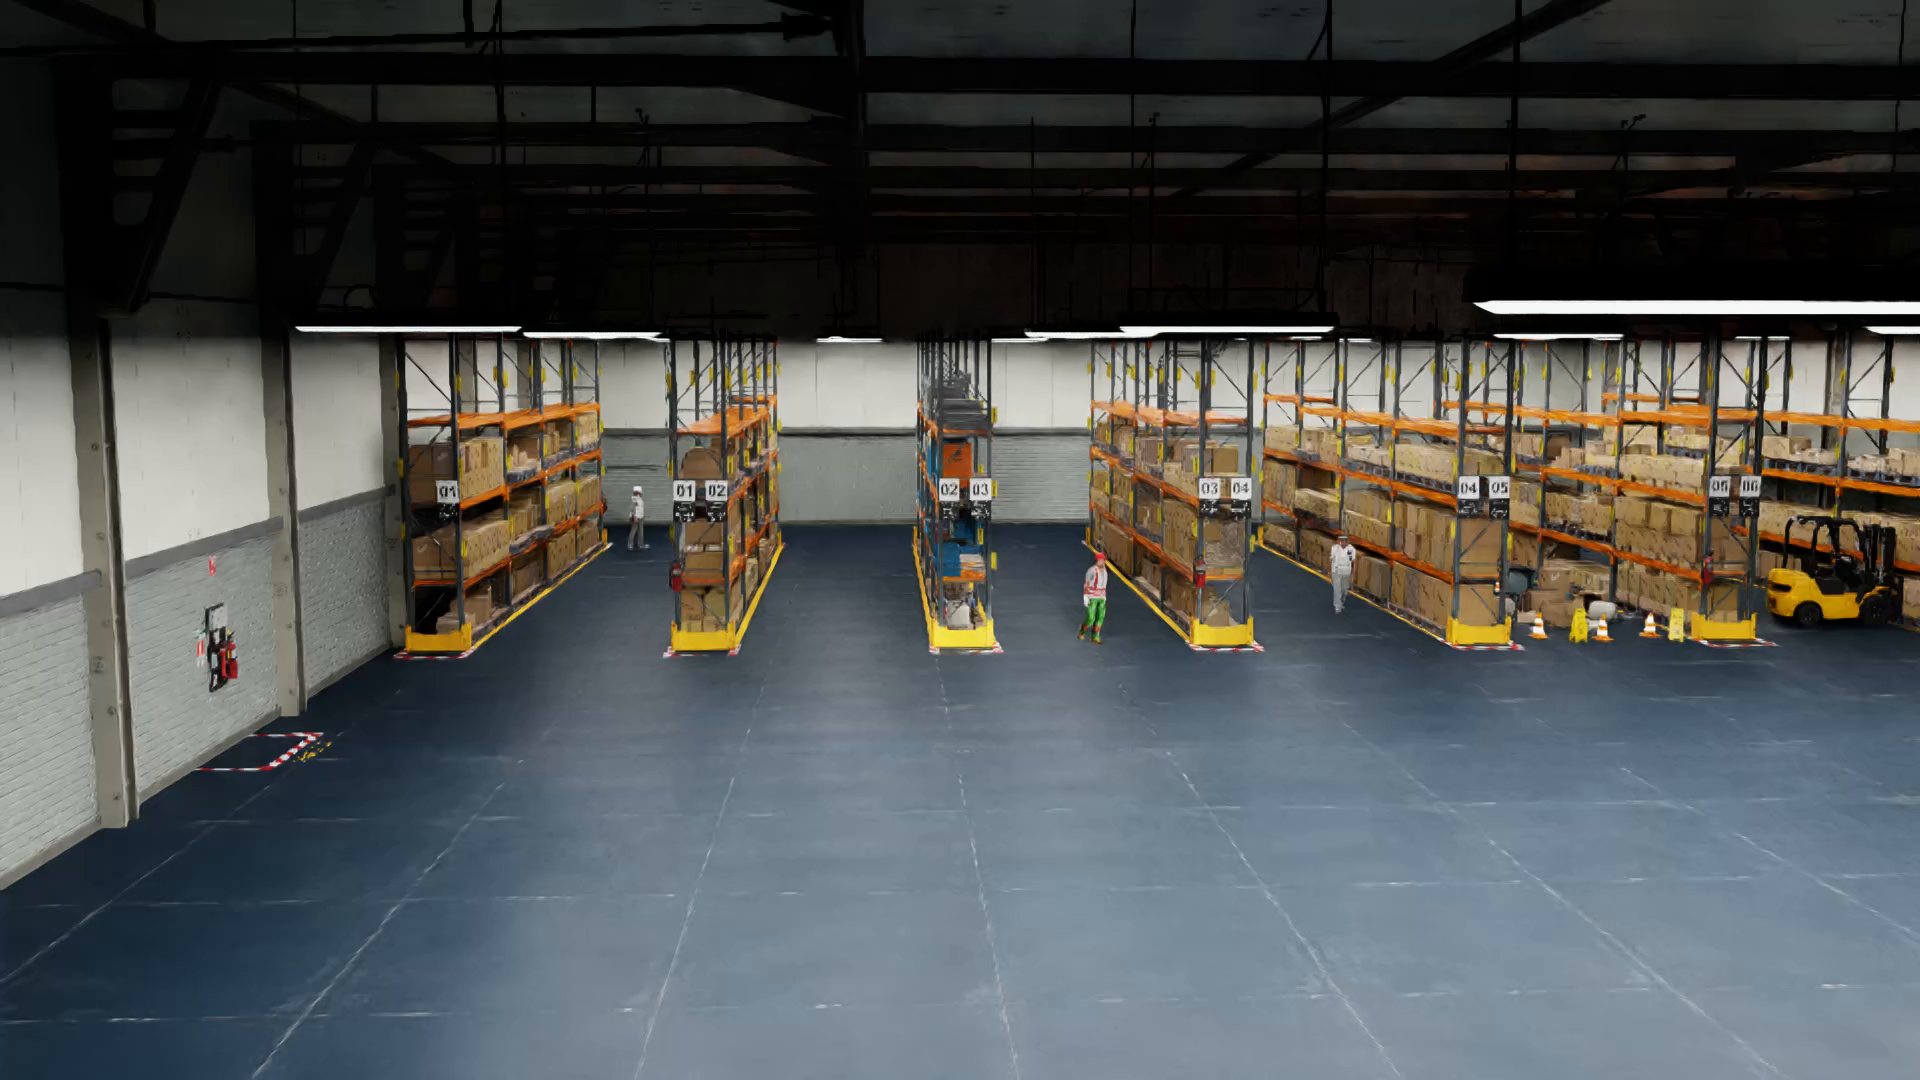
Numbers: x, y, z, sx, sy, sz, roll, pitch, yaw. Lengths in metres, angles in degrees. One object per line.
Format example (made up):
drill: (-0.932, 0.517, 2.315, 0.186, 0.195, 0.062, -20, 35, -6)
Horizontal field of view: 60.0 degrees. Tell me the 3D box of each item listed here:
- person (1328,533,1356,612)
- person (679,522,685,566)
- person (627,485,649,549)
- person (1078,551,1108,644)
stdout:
person: (8.185, 0.682, 35.519, 0.558, 1.691, 1.062, 0, 7, 1)
person: (-7.002, -0.072, 42.562, 0.580, 1.592, 0.507, -1, 7, -5)
person: (-9.043, -0.641, 46.542, 0.510, 1.774, 0.634, 1, 7, 8)
person: (2.561, 1.092, 31.893, 0.587, 1.777, 0.576, -5, 9, -38)
